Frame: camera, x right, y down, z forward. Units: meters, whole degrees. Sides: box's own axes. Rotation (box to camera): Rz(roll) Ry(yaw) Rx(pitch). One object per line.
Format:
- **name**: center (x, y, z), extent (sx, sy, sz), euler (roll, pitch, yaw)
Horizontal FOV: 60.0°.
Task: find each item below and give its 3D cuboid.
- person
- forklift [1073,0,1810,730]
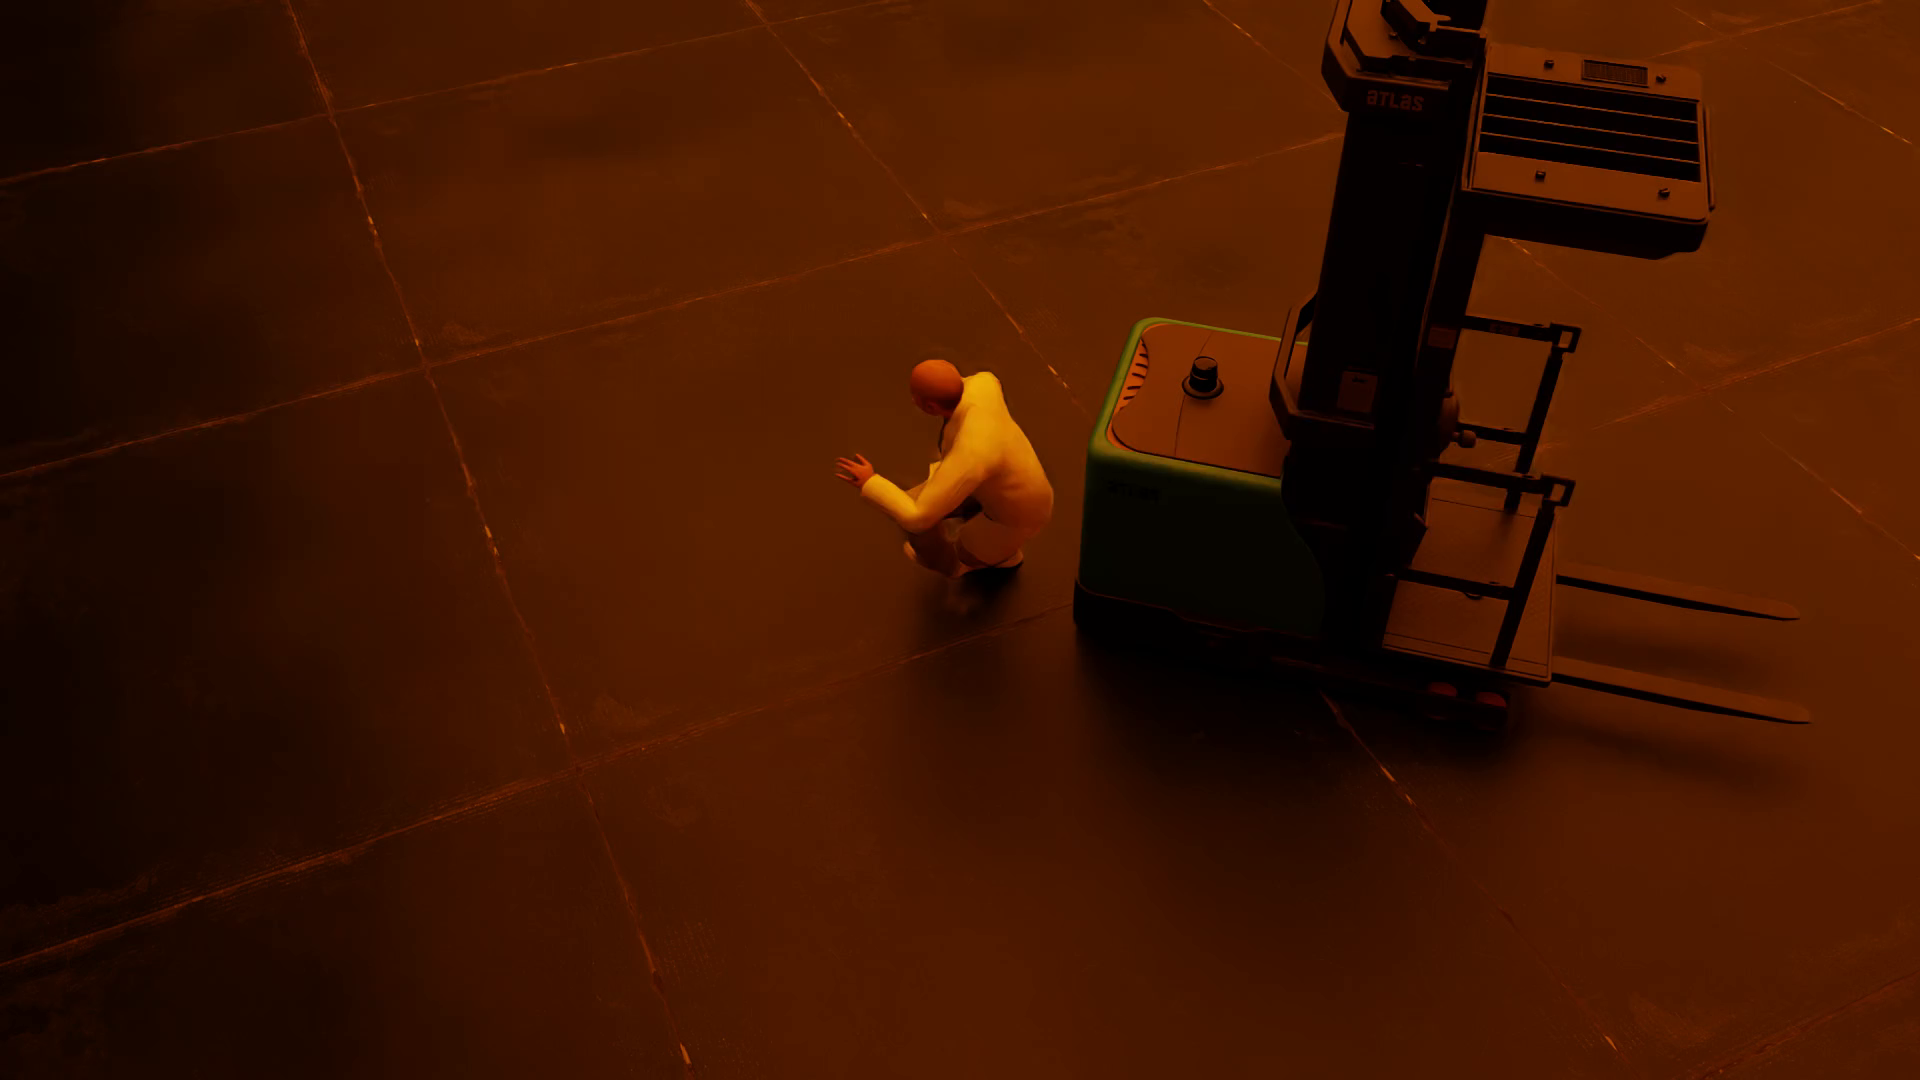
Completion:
- **person**: center (-0.078, -0.205, 6.936), extent (0.906, 1.545, 1.033), euler (-8, 44, -9)
- **forklift**: center (2.075, -0.683, 6.412), extent (3.031, 2.935, 1.130), euler (11, 44, 12)
